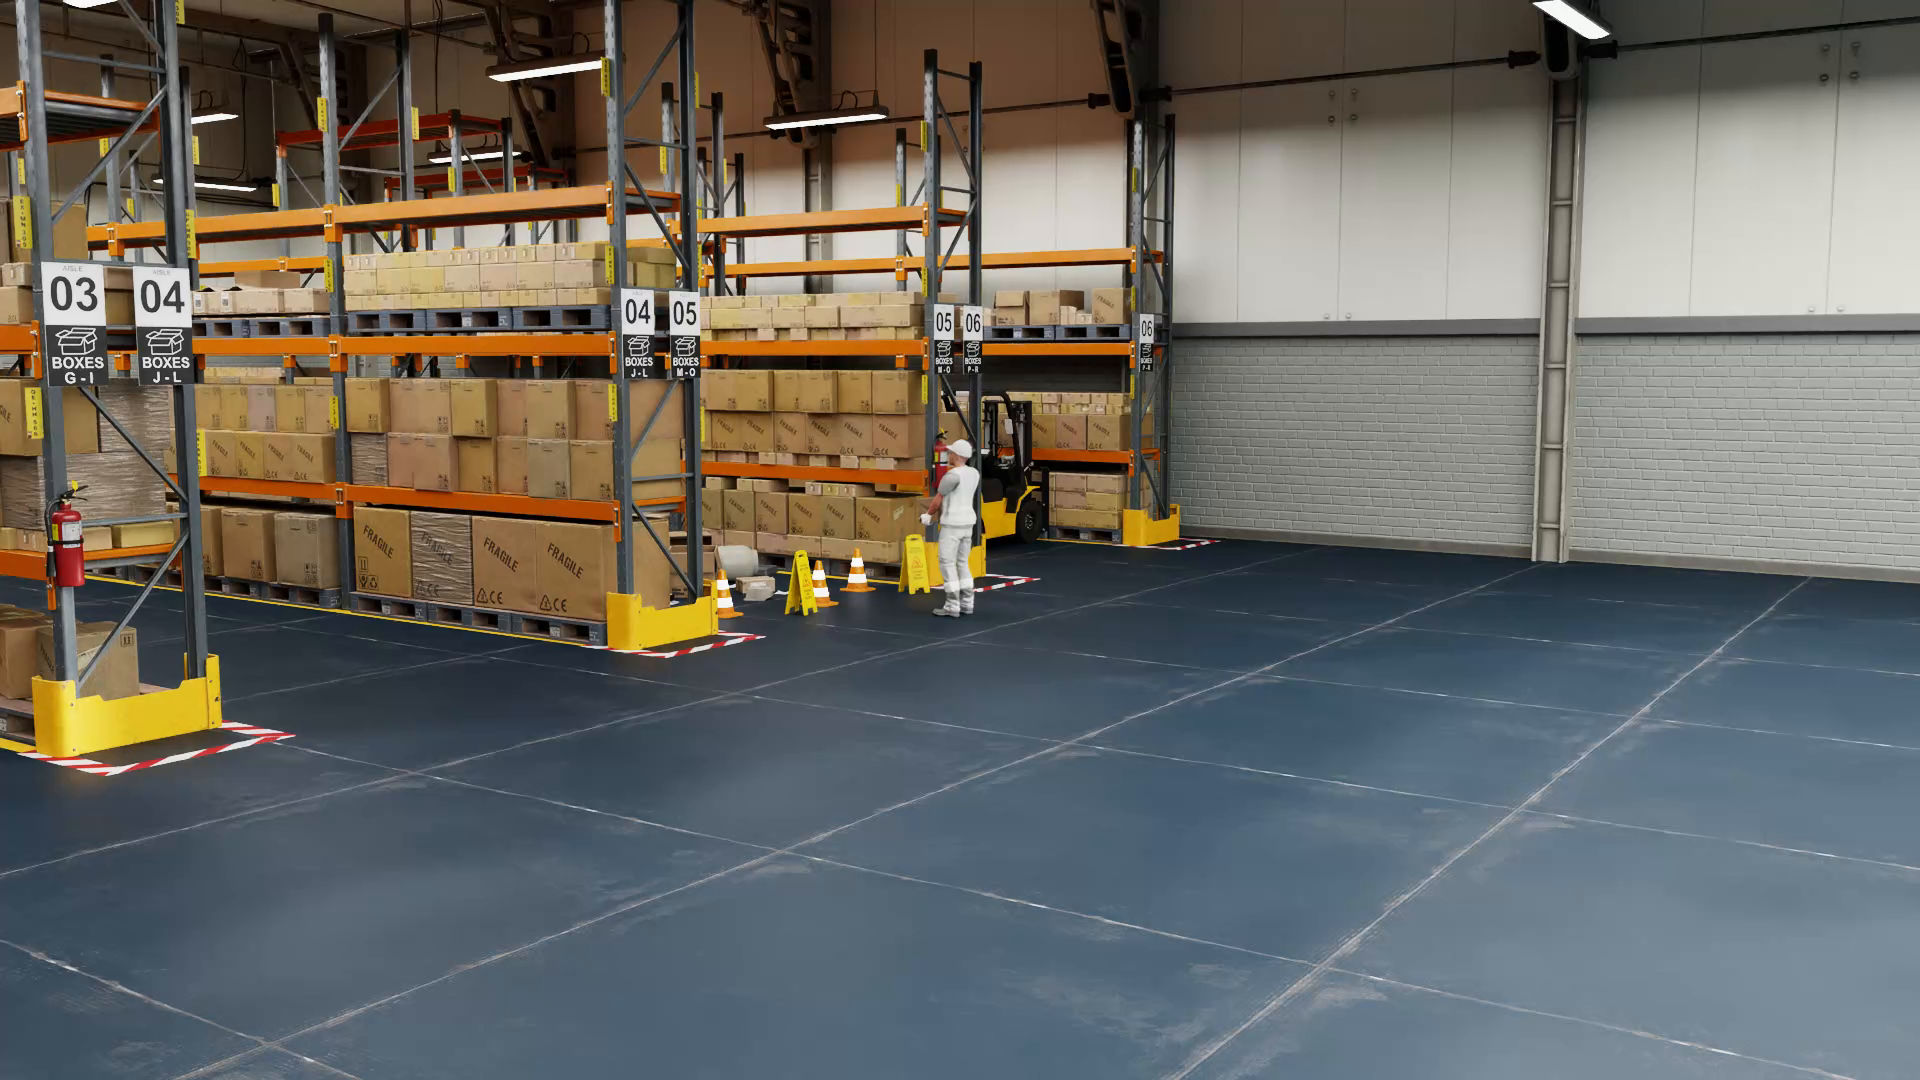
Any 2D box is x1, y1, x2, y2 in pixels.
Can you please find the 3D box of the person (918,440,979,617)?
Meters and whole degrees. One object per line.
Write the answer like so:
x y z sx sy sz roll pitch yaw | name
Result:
-0.120 -0.130 16.835 0.563 1.782 0.493 4 8 34 | person
